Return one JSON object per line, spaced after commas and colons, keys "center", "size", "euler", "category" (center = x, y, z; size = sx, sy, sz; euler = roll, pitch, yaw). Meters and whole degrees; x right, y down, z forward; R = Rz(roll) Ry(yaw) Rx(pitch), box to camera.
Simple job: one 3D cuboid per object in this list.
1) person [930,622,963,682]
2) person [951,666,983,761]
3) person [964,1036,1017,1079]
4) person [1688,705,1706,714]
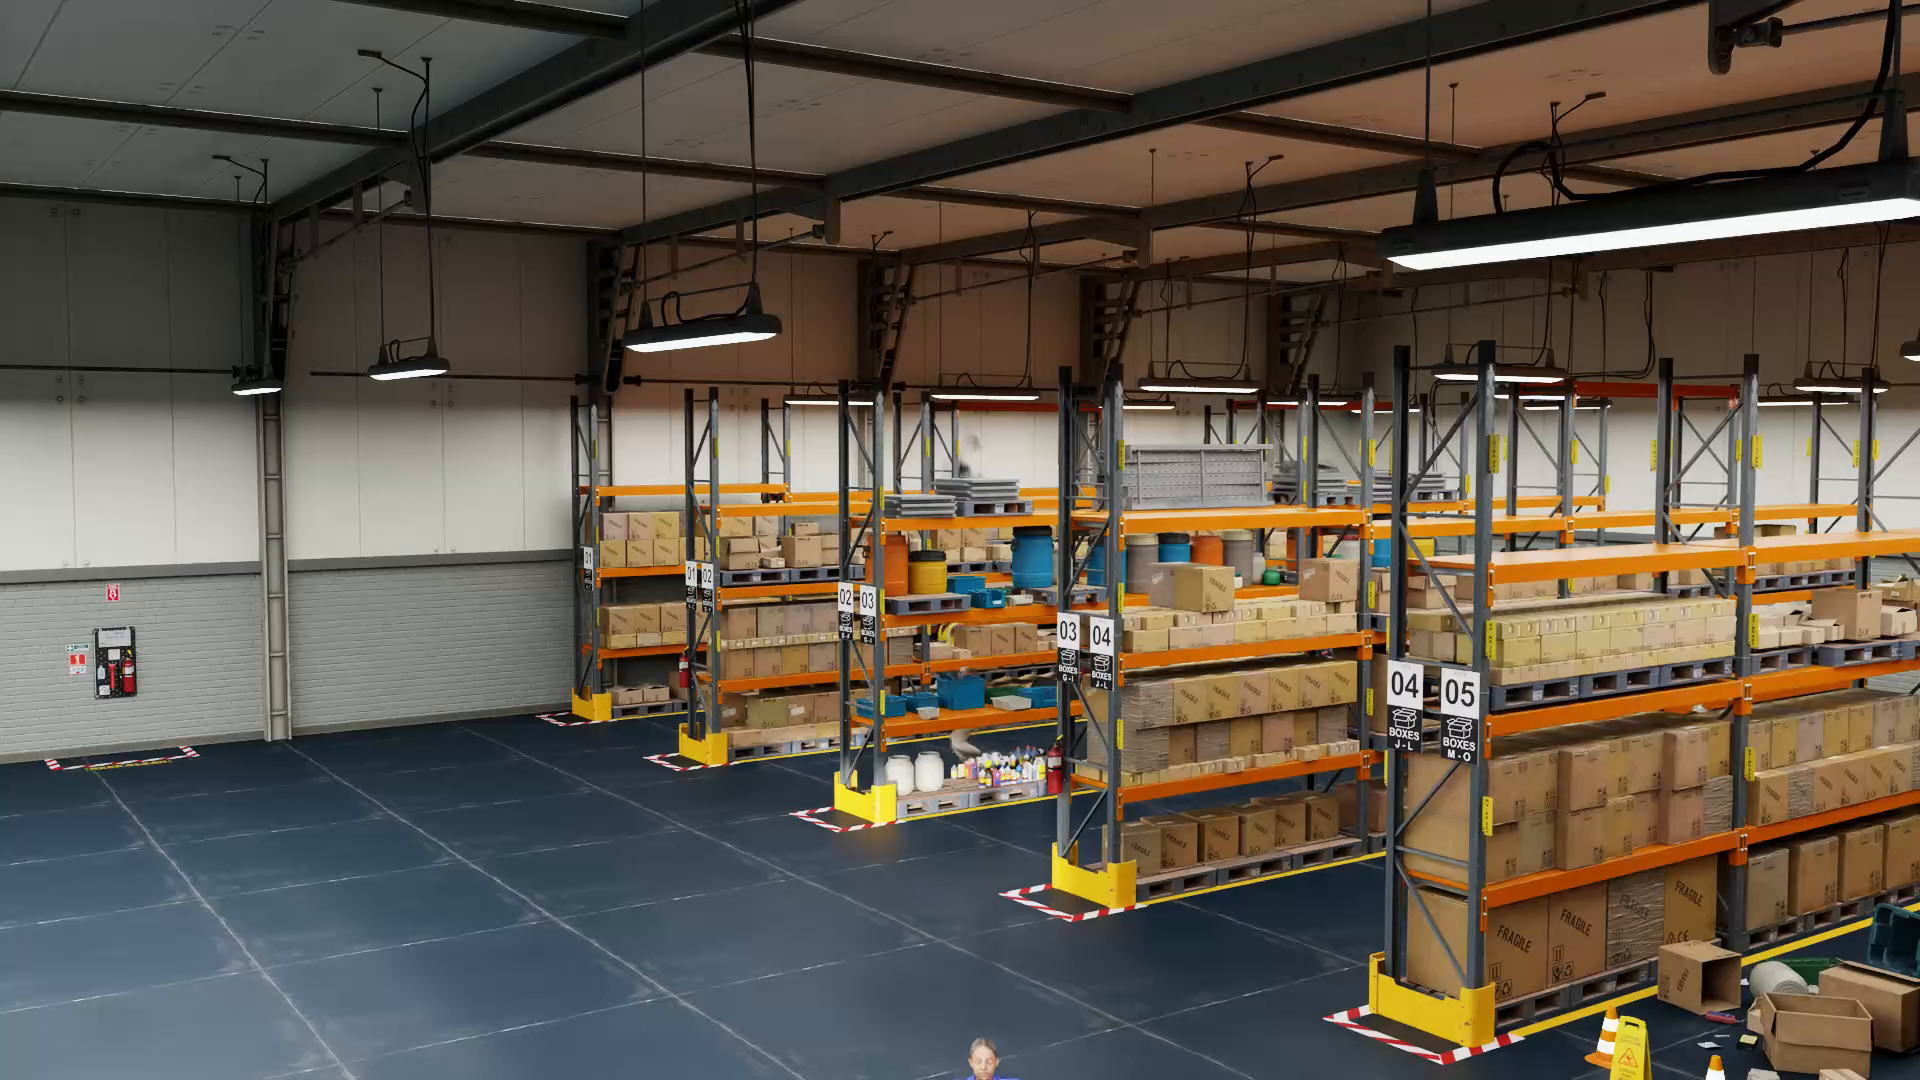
{"center": [-0.269, 2.162, 31.506], "size": [0.582, 1.770, 0.688], "euler": [-3, 4, -37], "category": "person"}
{"center": [0.036, 2.786, 25.587], "size": [0.592, 1.686, 0.658], "euler": [-2, 4, -35], "category": "person"}
{"center": [0.162, 3.798, 9.737], "size": [0.541, 1.613, 0.718], "euler": [0, 3, 5], "category": "person"}
{"center": [9.880, 3.019, 22.329], "size": [0.549, 1.627, 0.607], "euler": [-3, 4, -39], "category": "person"}
